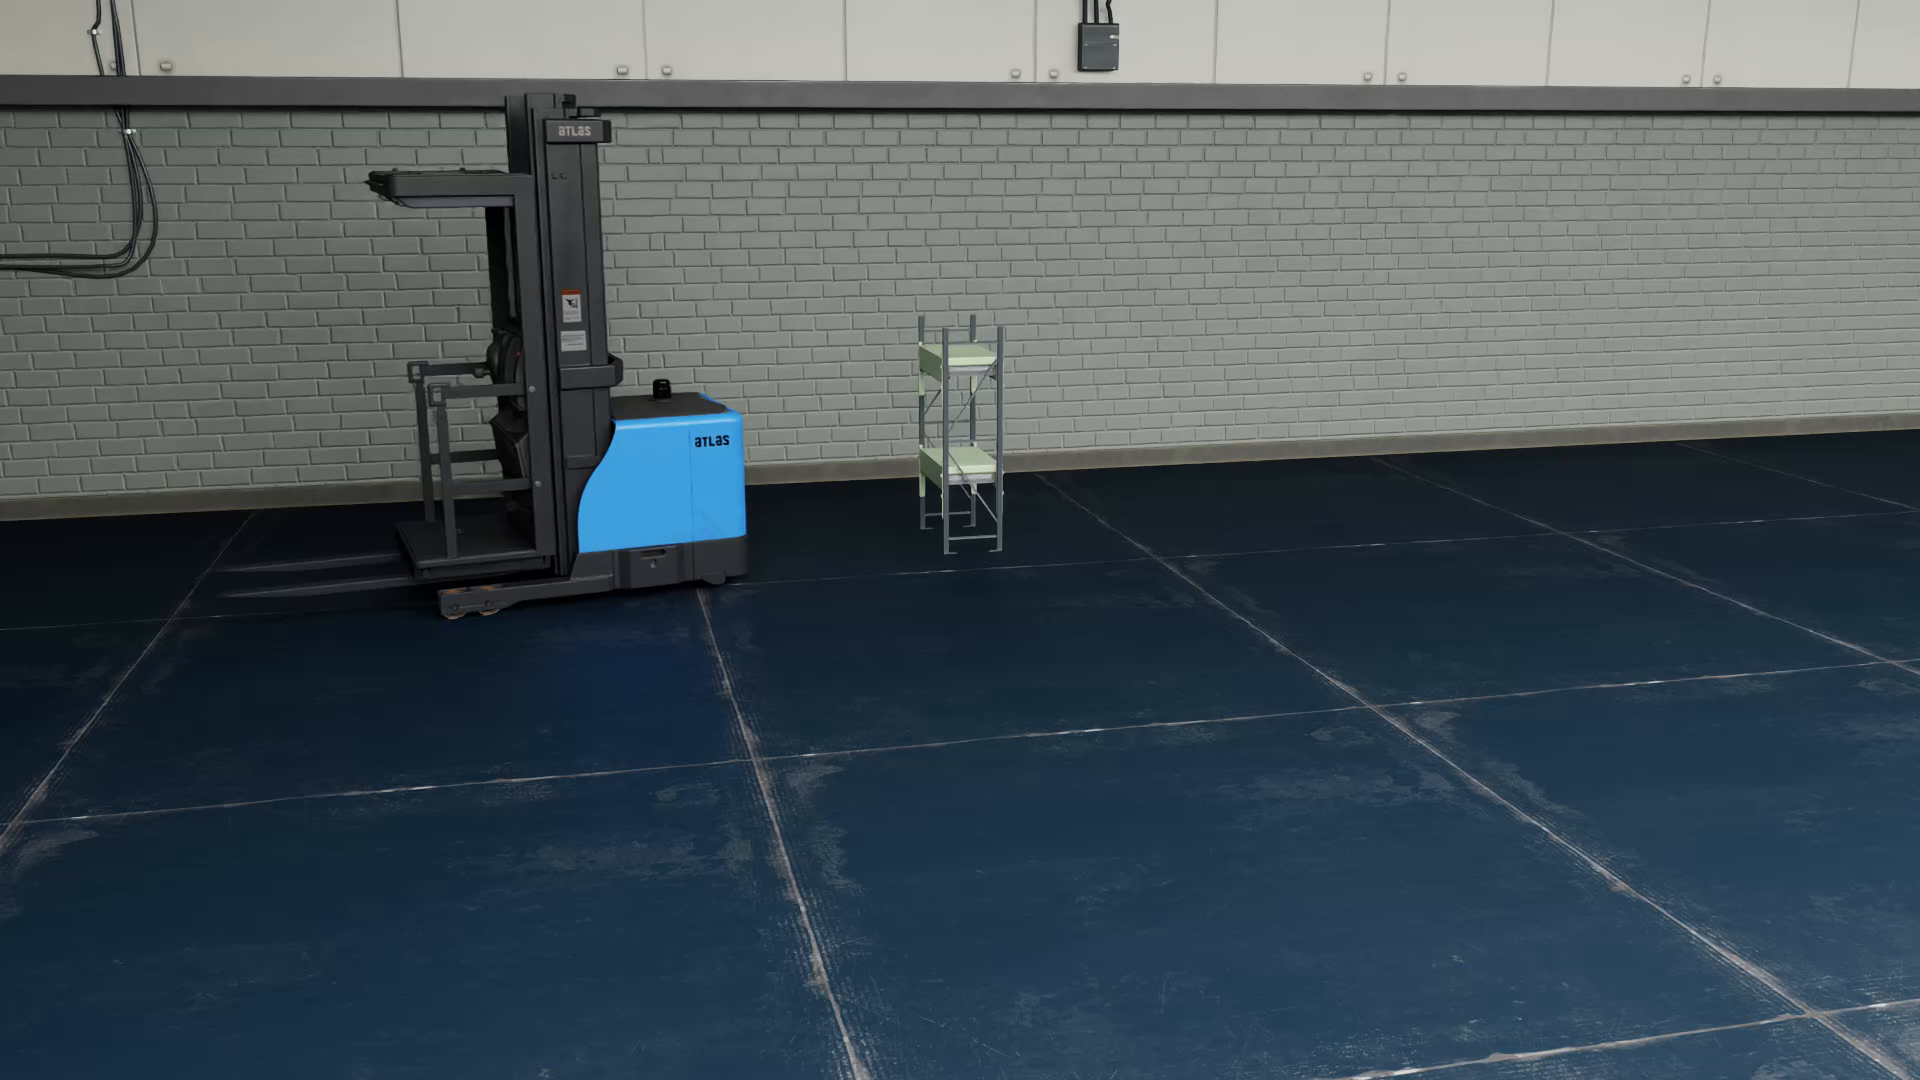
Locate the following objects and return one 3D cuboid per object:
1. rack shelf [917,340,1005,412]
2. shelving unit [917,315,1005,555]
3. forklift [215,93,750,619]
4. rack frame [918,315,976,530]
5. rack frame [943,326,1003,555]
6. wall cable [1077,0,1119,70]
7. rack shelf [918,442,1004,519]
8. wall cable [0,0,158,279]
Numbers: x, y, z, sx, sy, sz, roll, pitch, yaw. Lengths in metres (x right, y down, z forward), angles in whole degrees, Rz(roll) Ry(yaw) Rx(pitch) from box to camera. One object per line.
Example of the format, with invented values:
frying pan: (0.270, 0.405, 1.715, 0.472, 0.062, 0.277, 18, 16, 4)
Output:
rack shelf: (-0.002, -1.109, 11.163, 0.431, 0.370, 0.720, -3, 14, -13)
shelving unit: (-0.002, -0.730, 11.255, 0.431, 1.500, 0.755, -3, 14, -13)
forklift: (-2.867, -1.111, 9.800, 3.031, 2.935, 1.130, -6, 15, -23)
rack frame: (-0.088, -0.815, 11.601, 0.400, 1.500, 0.023, -3, 14, -13)
rack frame: (0.084, -0.646, 10.910, 0.400, 1.500, 0.023, -3, 14, -13)
wall cable: (2.061, -6.663, 12.571, 2.305, 6.003, 0.169, -3, 14, -13)
rack shelf: (-0.002, -0.413, 11.333, 0.431, 0.370, 0.720, -3, 14, -13)
wall cable: (-7.171, -2.977, 11.192, 3.097, 2.526, 0.112, -3, 14, -13)
